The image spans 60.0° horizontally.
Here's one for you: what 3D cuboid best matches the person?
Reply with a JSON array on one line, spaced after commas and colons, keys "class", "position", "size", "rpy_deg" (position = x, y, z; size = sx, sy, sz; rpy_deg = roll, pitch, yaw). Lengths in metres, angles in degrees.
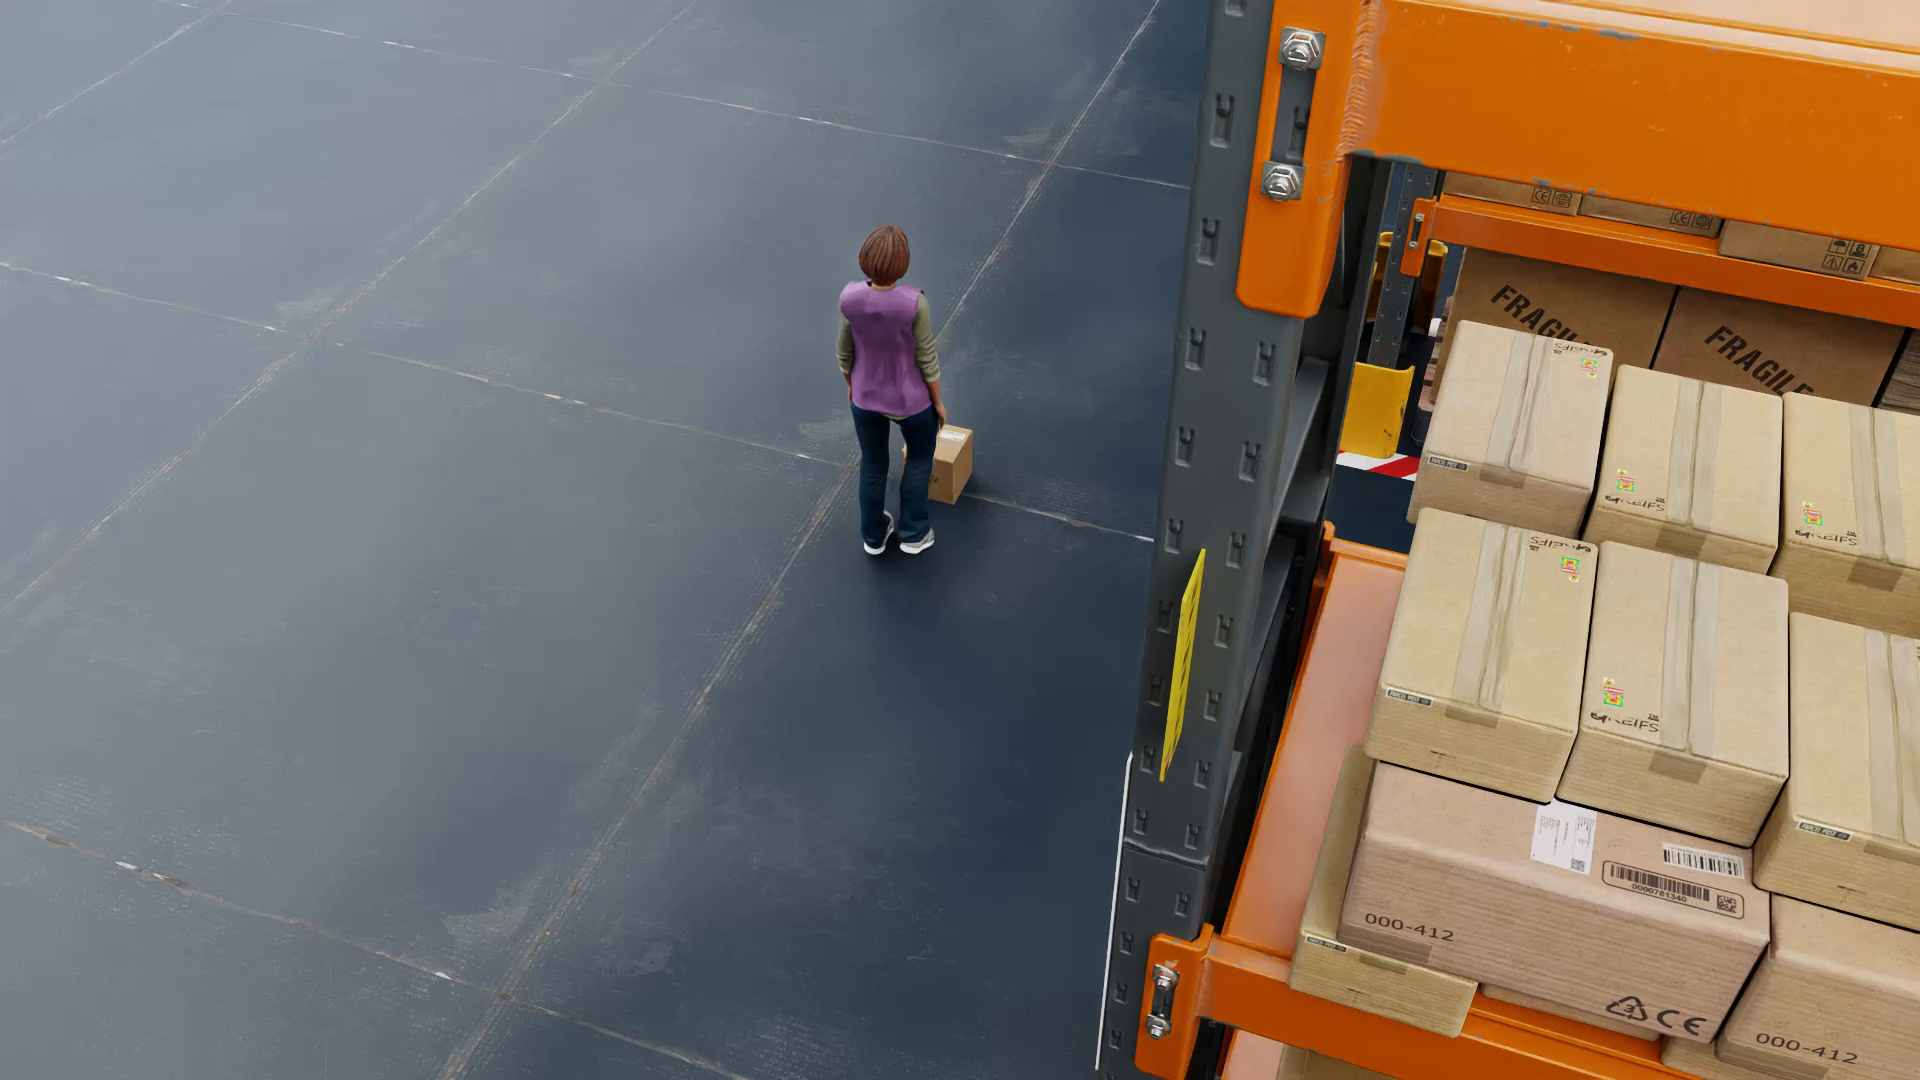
[{"class": "person", "position": [-0.274, -0.564, 6.787], "size": [0.451, 1.639, 0.309], "rpy_deg": [10, 43, 11]}]
